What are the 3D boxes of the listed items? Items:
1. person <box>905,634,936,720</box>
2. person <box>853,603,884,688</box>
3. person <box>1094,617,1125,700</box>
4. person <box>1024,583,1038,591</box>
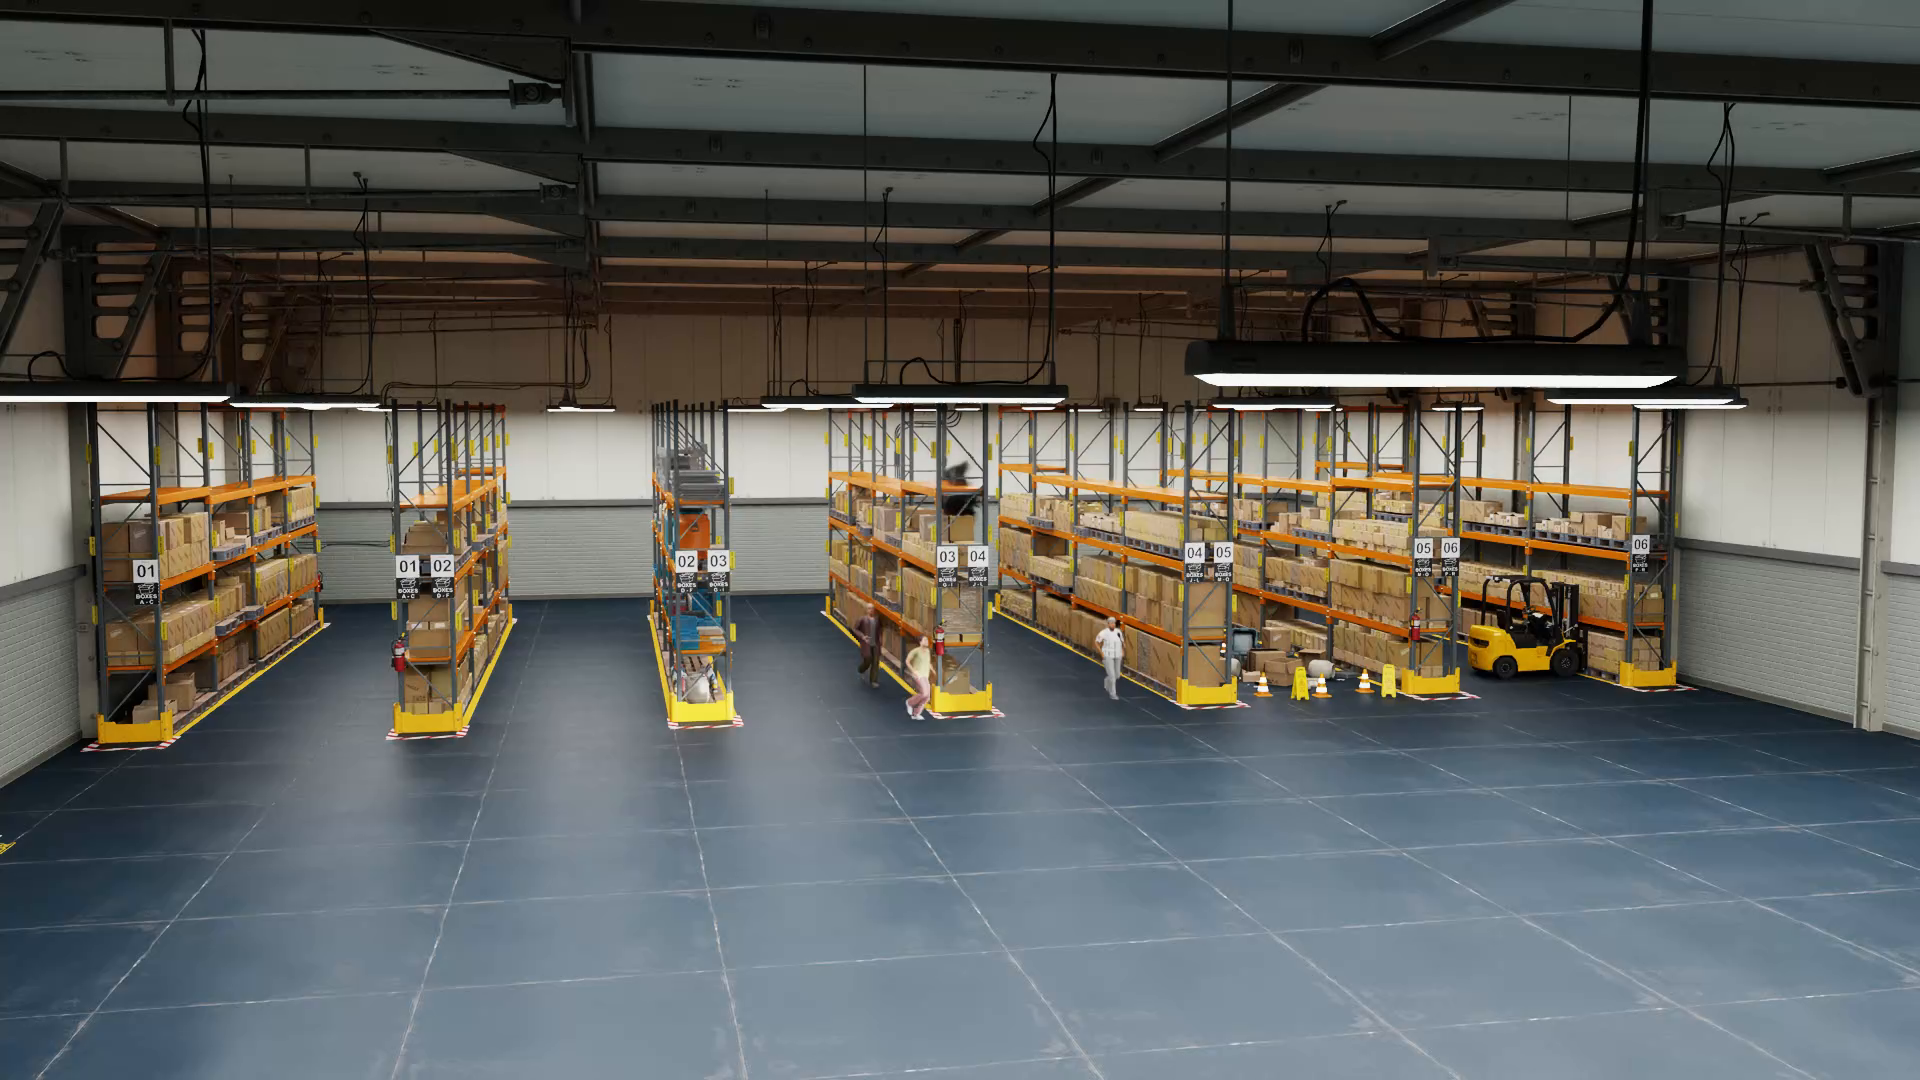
[{"bbox_3d":[-0.724,2.570,31.257,0.531,1.610,0.584,4,6,42],"label":"person"},{"bbox_3d":[-1.893,2.201,34.936,0.720,1.751,0.920,-2,5,-24],"label":"person"},{"bbox_3d":[3.045,2.371,33.652,0.638,1.641,0.765,-2,5,-21],"label":"person"},{"bbox_3d":[2.159,1.122,49.926,0.662,1.669,0.595,3,5,32],"label":"person"}]
